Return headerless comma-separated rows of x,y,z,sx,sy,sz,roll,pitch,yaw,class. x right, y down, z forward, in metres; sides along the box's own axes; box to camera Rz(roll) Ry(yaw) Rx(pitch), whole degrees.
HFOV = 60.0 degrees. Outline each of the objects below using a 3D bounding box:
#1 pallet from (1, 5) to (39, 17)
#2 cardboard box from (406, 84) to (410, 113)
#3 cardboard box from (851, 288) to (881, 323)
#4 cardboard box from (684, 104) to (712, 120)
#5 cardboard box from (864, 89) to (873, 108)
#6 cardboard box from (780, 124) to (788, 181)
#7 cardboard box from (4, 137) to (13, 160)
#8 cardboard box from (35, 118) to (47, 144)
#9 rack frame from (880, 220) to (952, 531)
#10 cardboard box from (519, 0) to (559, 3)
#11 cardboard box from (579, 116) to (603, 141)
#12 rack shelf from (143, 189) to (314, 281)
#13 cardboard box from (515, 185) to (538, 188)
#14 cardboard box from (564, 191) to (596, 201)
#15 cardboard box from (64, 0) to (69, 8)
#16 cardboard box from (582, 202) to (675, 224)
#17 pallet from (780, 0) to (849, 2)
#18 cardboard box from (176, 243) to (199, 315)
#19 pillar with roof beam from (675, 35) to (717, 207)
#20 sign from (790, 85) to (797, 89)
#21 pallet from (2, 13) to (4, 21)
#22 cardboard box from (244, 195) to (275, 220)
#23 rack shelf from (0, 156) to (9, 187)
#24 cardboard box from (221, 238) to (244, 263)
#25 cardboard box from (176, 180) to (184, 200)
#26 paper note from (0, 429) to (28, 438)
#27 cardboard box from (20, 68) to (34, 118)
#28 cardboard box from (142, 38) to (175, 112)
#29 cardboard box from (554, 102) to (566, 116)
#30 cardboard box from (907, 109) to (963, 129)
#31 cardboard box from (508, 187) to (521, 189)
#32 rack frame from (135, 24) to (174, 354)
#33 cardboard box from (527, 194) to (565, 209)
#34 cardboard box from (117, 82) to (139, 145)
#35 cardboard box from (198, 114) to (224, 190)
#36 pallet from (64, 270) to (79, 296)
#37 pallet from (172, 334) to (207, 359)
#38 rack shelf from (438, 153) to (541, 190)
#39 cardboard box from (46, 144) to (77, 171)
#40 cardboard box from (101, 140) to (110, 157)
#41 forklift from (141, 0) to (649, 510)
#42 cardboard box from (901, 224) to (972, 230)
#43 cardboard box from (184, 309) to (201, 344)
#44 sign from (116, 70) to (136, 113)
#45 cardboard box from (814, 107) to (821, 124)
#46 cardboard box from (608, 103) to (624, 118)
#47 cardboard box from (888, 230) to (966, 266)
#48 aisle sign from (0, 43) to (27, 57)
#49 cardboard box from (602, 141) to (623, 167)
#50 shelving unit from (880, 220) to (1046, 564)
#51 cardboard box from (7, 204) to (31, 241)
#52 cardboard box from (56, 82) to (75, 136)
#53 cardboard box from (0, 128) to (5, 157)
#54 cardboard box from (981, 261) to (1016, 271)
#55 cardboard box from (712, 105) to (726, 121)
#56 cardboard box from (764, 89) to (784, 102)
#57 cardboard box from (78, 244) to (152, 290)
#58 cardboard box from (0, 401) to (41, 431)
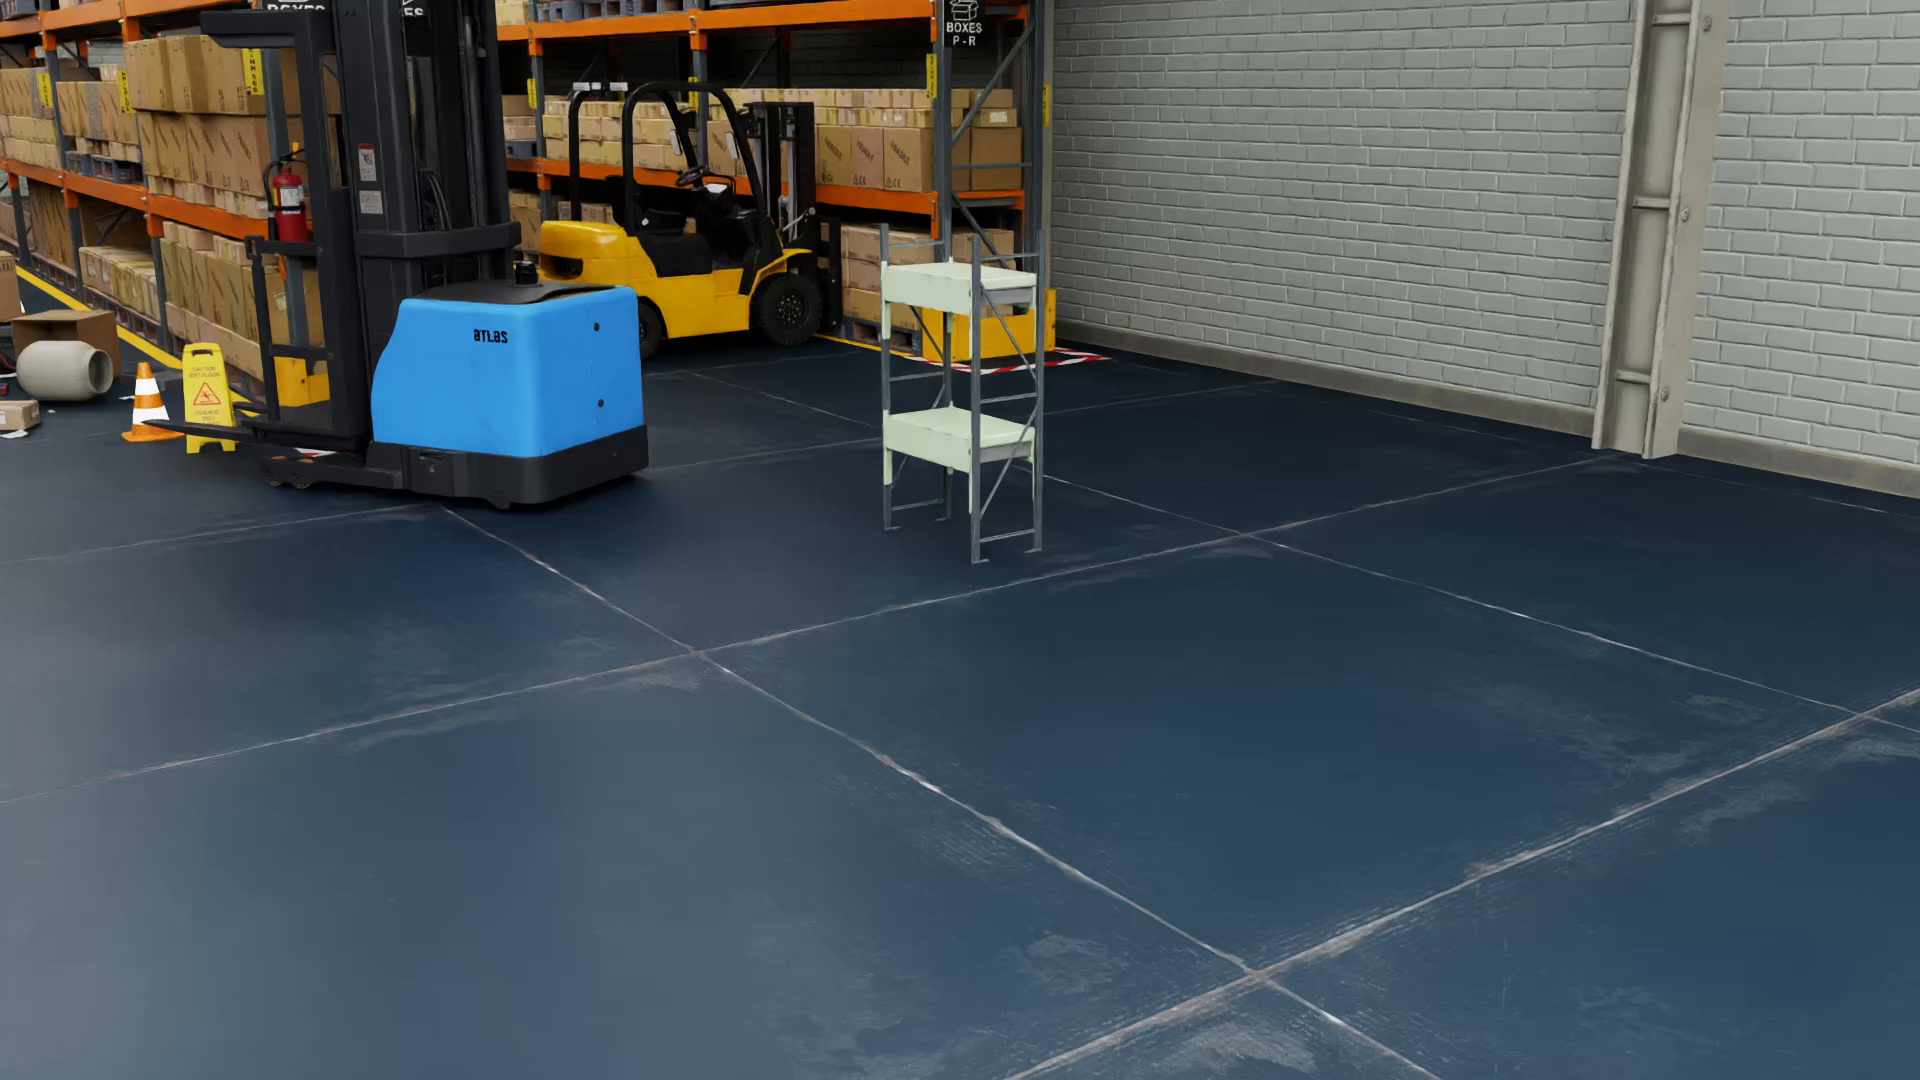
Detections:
-10.258,-5.939,18.773,0.805,0.209,1.217,-12,19,-37,pallet
-8.245,-6.372,23.974,0.500,0.500,0.500,-10,18,-33,cardboard box
-0.585,-2.016,14.175,0.500,0.250,0.500,-11,19,-35,cardboard box
-2.501,-4.235,16.449,0.380,0.149,0.250,-10,18,-33,cardboard box
-0.581,-3.694,13.908,0.380,0.149,0.250,-11,19,-34,cardboard box
-1.452,-3.532,15.108,0.500,0.500,0.500,-11,19,-35,cardboard box
-10.792,-4.565,19.357,0.500,0.250,0.500,-11,19,-36,cardboard box
-9.280,-4.260,17.295,0.500,0.250,0.500,-11,19,-36,cardboard box
-0.211,-0.800,8.158,0.400,1.500,0.023,-11,19,-35,rack frame
-4.875,-6.295,19.239,0.380,0.149,0.250,-10,18,-33,cardboard box
-3.822,-4.504,18.187,0.500,0.250,0.500,-11,19,-36,cardboard box
-4.957,-2.290,12.124,1.077,0.370,4.000,-11,19,-35,rack shelf
-5.579,-4.550,21.728,0.380,0.149,0.250,-11,19,-34,cardboard box
-4.661,-4.220,20.523,0.380,0.149,0.250,-10,18,-33,cardboard box
-8.287,-5.152,15.790,0.396,0.266,0.258,-11,19,-35,cardboard box
-3.726,-3.473,18.786,0.875,0.625,0.625,-10,18,-33,cardboard box
-0.885,-4.801,14.421,1.003,0.211,1.213,-11,19,-35,pallet
-5.680,-2.022,12.773,0.500,0.500,0.500,-10,18,-32,cardboard box
-6.459,-6.776,15.788,9.100,9.000,0.400,-11,19,-35,pillar with roof beam
-1.672,-4.378,16.598,0.100,0.325,0.005,-11,19,-35,sign
-12.023,-6.613,21.042,1.003,0.211,1.213,-11,19,-35,pallet
-4.413,-2.172,10.807,0.380,0.149,0.250,-11,19,-35,cardboard box
-12.013,-4.852,21.486,1.077,0.370,4.000,-11,19,-35,rack shelf
-4.878,-2.014,11.515,0.380,0.149,0.250,-10,18,-34,cardboard box
-5.719,-2.670,12.624,0.380,0.149,0.250,-10,18,-33,cardboard box
-5.947,-0.671,10.469,0.142,0.019,0.148,10,18,33,paper note
-9.595,-4.734,17.607,0.500,0.500,0.500,-11,19,-34,cardboard box
-5.494,-3.387,12.120,0.700,0.500,0.500,-11,19,-36,cardboard box
-4.365,-4.880,18.806,0.380,0.149,0.250,-10,18,-33,cardboard box
-0.199,-3.373,13.299,0.380,0.149,0.250,-11,19,-34,cardboard box
-5.828,-4.413,21.229,0.380,0.149,0.250,-11,19,-34,cardboard box
-6.133,-3.064,13.589,1.000,3.000,0.127,-11,19,-35,rack frame
-4.967,-4.065,19.958,0.380,0.149,0.250,-12,19,-37,cardboard box
-6.590,-3.521,13.712,0.500,0.500,0.500,-11,19,-36,cardboard box
-4.905,-2.690,11.469,0.500,0.500,0.500,-11,19,-35,cardboard box
-8.887,-2.753,17.736,1.003,0.211,1.213,-11,19,-35,pallet
-5.709,-1.581,13.453,1.003,0.211,1.213,-11,19,-35,pallet
-5.648,-4.770,21.183,1.077,0.370,4.000,-11,19,-35,rack shelf
-8.992,-3.914,16.977,0.500,0.250,0.500,-12,19,-36,cardboard box
-7.533,-3.549,15.040,0.380,0.149,0.250,-10,18,-33,cardboard box
-3.305,-1.810,9.138,3.031,2.935,1.130,7,17,24,forklift
-0.194,-2.578,14.332,0.500,0.250,0.500,-11,19,-34,cardboard box
-5.681,-1.660,12.873,0.500,0.250,0.500,-10,18,-31,cardboard box
-6.580,-3.536,13.119,0.100,0.325,0.005,-11,19,-35,sign
-1.047,-3.710,14.532,0.380,0.149,0.250,-11,19,-35,cardboard box
-3.494,-4.548,17.592,0.380,0.149,0.250,-11,19,-36,cardboard box
-0.291,-2.390,13.644,0.500,0.250,0.500,-10,18,-33,cardboard box
-12.980,-6.944,22.840,0.394,0.787,0.004,-11,19,-35,aisle sign
-3.505,-4.156,17.864,0.500,0.250,0.500,-10,18,-33,cardboard box
0.004,-0.722,7.873,0.431,1.500,0.755,-11,19,-35,shelving unit
-11.646,-4.081,21.362,0.875,0.438,0.875,-12,19,-36,cardboard box
-8.408,-4.180,16.120,0.500,0.500,0.500,-12,19,-36,cardboard box
-11.316,-4.880,20.034,0.500,0.500,0.500,-11,19,-34,cardboard box
0.123,-2.231,14.012,0.500,0.250,0.500,-10,18,-34,cardboard box
-2.145,-4.088,15.910,0.380,0.149,0.250,-11,19,-35,cardboard box
-1.546,-4.009,15.059,0.380,0.149,0.250,-11,19,-35,cardboard box
-8.161,-2.731,16.555,0.950,0.372,0.625,-12,20,-38,cardboard box
-6.185,-0.801,10.721,0.380,0.149,0.250,-2,15,-6,cardboard box
